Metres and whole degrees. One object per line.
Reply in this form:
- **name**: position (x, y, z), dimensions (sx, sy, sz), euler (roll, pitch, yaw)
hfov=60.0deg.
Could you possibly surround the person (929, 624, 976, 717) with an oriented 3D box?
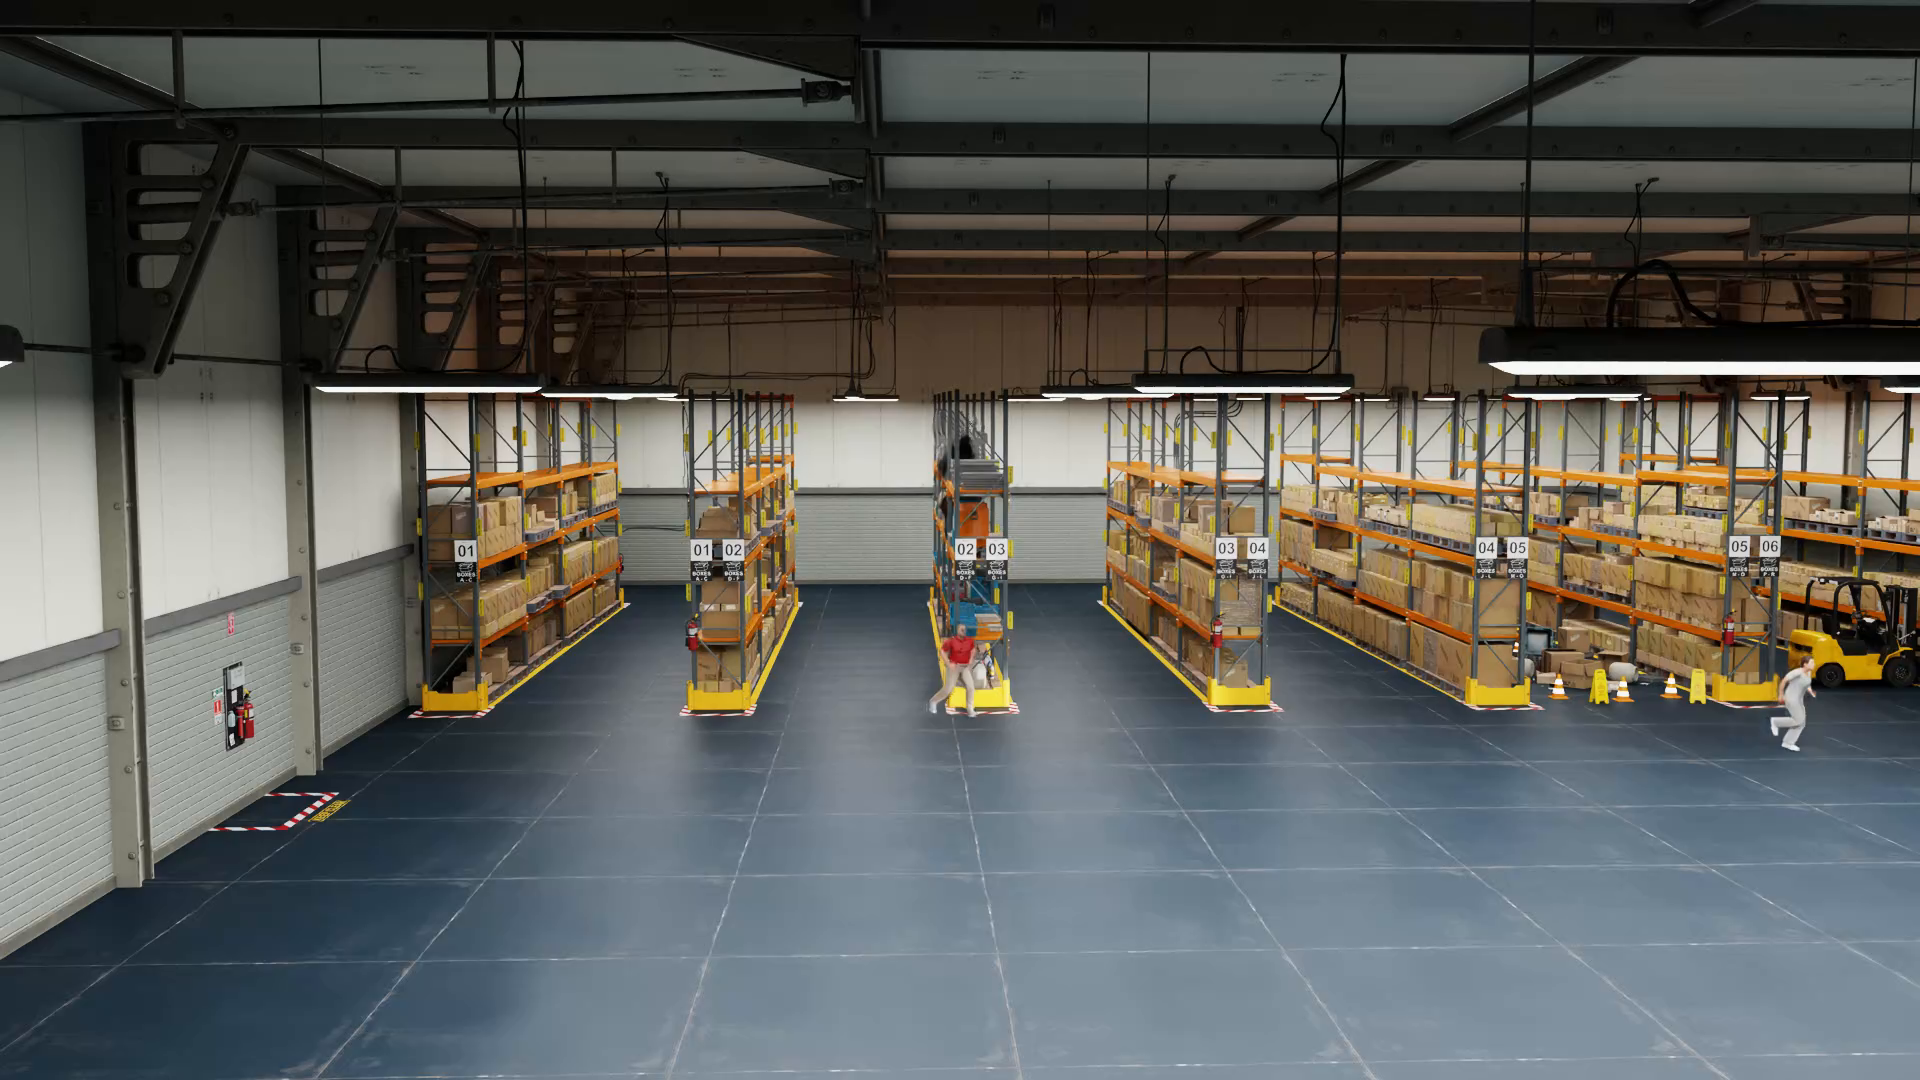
- **person**: position (-0.075, 2.408, 30.625), dimensions (0.898, 1.737, 0.736), euler (-3, 5, -31)

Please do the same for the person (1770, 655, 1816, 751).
- **person**: position (13.869, 2.690, 27.668), dimensions (0.554, 1.600, 0.706), euler (-4, 6, -39)

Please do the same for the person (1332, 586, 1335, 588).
- **person**: position (11.203, 0.851, 49.004), dimensions (0.972, 1.770, 0.706), euler (-1, 5, -9)
